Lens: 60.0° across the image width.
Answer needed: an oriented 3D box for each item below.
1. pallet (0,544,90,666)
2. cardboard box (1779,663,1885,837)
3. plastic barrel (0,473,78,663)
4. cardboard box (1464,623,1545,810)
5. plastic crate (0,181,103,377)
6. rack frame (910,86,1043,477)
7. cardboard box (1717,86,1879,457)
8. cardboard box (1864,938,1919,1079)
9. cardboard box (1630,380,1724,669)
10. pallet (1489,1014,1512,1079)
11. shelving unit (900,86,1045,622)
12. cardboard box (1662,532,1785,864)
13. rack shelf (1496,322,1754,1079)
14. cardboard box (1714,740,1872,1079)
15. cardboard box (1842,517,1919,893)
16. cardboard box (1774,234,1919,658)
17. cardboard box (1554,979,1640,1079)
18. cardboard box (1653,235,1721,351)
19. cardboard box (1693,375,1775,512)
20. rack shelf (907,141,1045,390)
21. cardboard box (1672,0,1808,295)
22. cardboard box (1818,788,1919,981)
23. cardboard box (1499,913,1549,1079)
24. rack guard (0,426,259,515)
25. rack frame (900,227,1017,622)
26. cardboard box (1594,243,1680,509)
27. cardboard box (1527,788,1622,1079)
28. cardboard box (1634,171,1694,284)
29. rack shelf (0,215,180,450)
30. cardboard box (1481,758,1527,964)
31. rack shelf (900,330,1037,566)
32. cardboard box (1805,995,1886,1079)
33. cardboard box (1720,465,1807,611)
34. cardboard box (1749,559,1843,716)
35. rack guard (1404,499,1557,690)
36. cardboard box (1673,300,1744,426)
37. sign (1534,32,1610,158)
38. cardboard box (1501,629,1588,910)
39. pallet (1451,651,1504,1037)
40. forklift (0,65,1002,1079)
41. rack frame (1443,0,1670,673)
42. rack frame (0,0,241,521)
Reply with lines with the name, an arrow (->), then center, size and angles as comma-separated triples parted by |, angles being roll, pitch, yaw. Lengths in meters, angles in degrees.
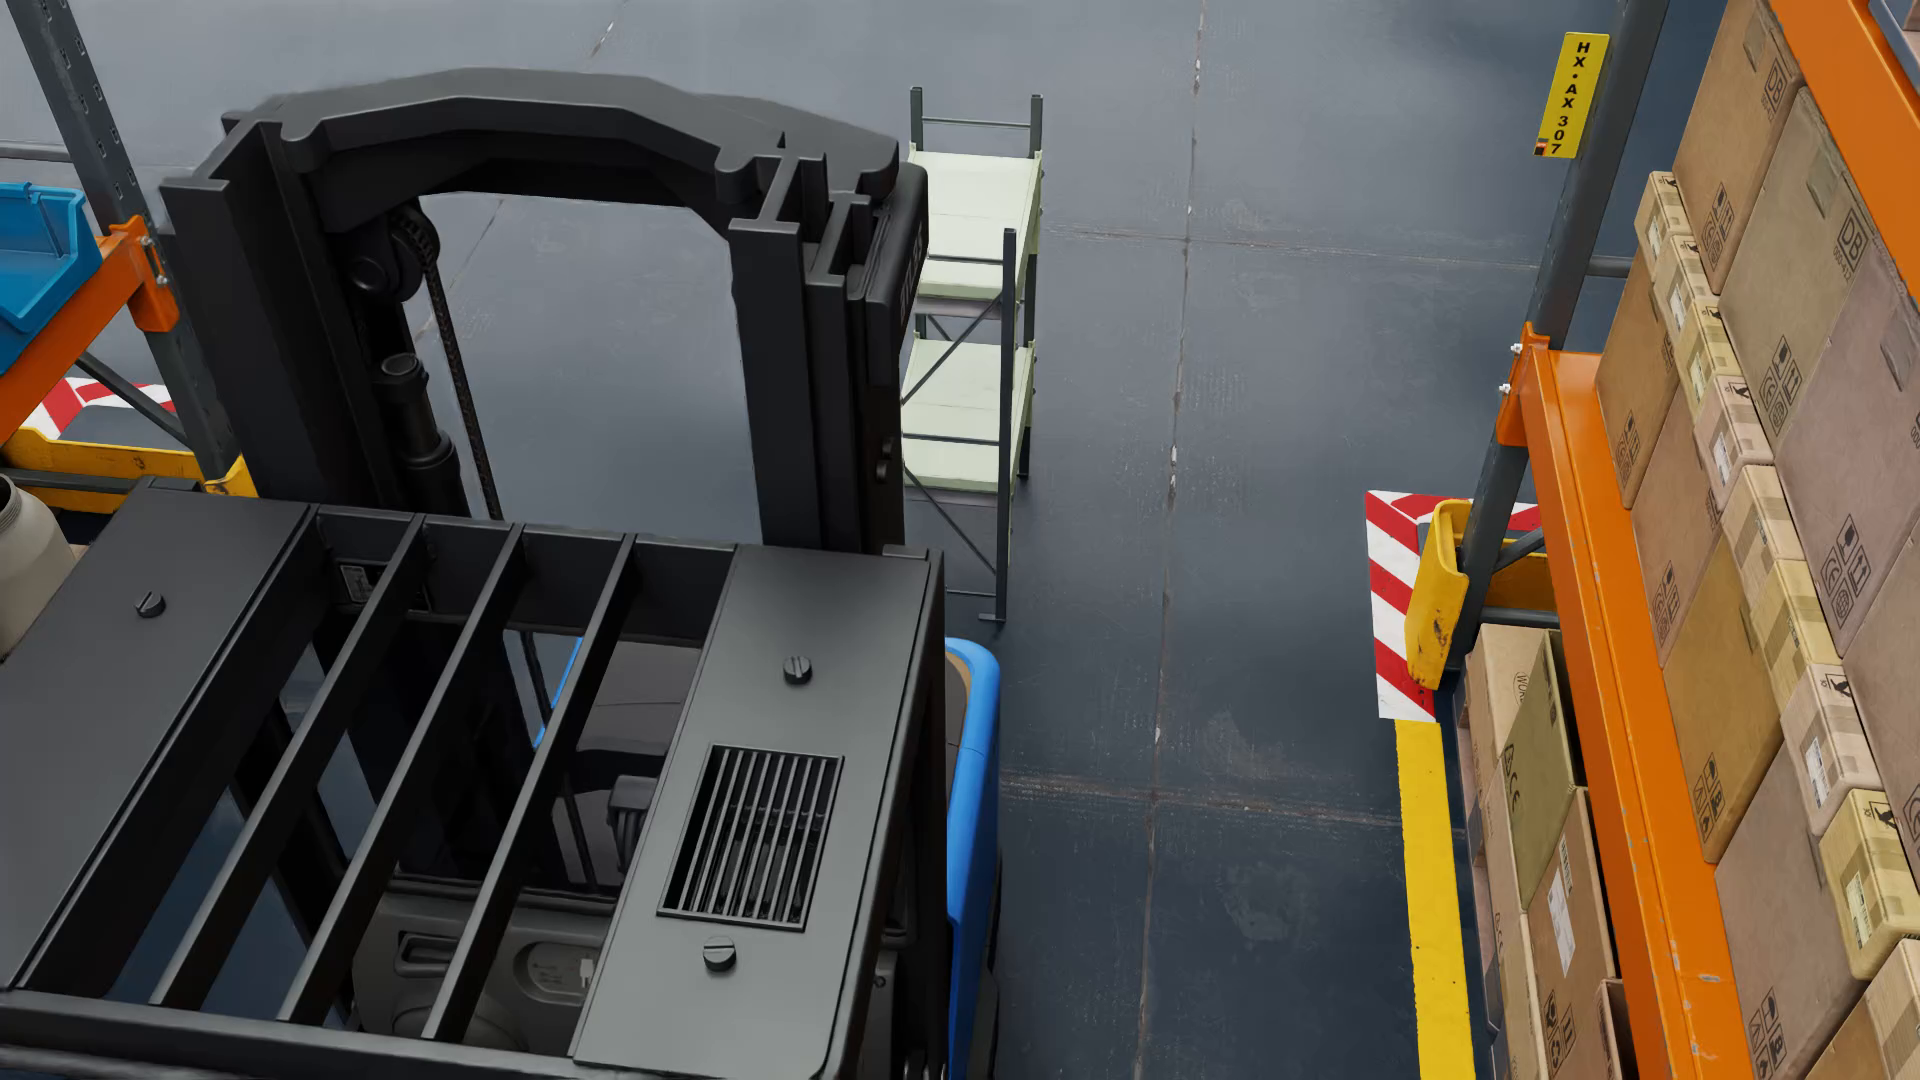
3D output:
pallet -> -2.964, 0.498, 5.070 | 1.003, 0.211, 1.213 | 5, 44, 6
cardboard box -> 1.552, 0.353, 2.652 | 0.380, 0.149, 0.250 | 6, 44, 6
plastic barrel -> -2.899, 0.083, 4.985 | 0.421, 0.512, 0.421 | 0, 43, 0
cardboard box -> 1.730, 0.520, 4.713 | 0.500, 0.250, 0.500 | 5, 44, 6
plastic crate -> -2.657, -0.701, 4.417 | 0.499, 0.251, 0.616 | 5, 44, 6
rack frame -> 0.049, -0.799, 5.503 | 0.400, 1.500, 0.023 | 5, 44, 6
cardboard box -> 1.876, -0.466, 3.045 | 0.700, 0.500, 0.500 | 4, 44, 4
cardboard box -> 1.486, 0.713, 2.271 | 0.380, 0.149, 0.250 | 6, 44, 7
cardboard box -> 1.883, -0.032, 3.529 | 0.700, 0.500, 0.500 | 6, 44, 7
pallet -> 1.798, 1.696, 3.806 | 1.003, 0.211, 1.213 | 5, 44, 6
shelving unit -> 0.001, -0.549, 5.239 | 0.431, 1.500, 0.755 | 5, 44, 6
cardboard box -> 1.811, 0.306, 3.173 | 0.700, 0.500, 0.500 | 6, 44, 6
rack shelf -> 1.757, 0.953, 3.085 | 1.077, 0.370, 4.000 | 5, 44, 6
cardboard box -> 1.745, 0.665, 2.793 | 0.700, 0.500, 0.500 | 6, 44, 7
cardboard box -> 1.744, 0.219, 2.321 | 0.700, 0.500, 0.500 | 5, 44, 6
cardboard box -> 1.810, -0.123, 2.682 | 0.700, 0.500, 0.500 | 5, 44, 6
cardboard box -> 1.529, 1.270, 3.376 | 0.500, 0.500, 0.500 | 5, 44, 6
cardboard box -> 1.724, -0.515, 3.568 | 0.380, 0.149, 0.250 | 4, 44, 4
cardboard box -> 1.654, -0.173, 3.207 | 0.380, 0.149, 0.250 | 5, 44, 5
rack shelf -> 0.001, -0.833, 4.971 | 0.431, 0.370, 0.720 | 5, 44, 6
cardboard box -> 1.940, -0.825, 3.424 | 0.700, 0.500, 0.500 | 5, 44, 6
cardboard box -> 1.518, 0.532, 2.462 | 0.380, 0.149, 0.250 | 7, 44, 7
cardboard box -> 1.601, 1.202, 3.993 | 0.500, 0.250, 0.500 | 5, 44, 6
rack guard -> -2.851, -0.160, 5.555 | 1.175, 0.500, 0.348 | 5, 44, 6
rack frame -> -0.048, -0.300, 4.976 | 0.400, 1.500, 0.023 | 5, 44, 6
cardboard box -> 1.947, -0.390, 3.908 | 0.700, 0.500, 0.500 | 5, 44, 6
cardboard box -> 1.613, 0.931, 3.734 | 0.500, 0.500, 0.500 | 5, 44, 6
cardboard box -> 1.756, -0.695, 3.758 | 0.380, 0.149, 0.250 | 5, 44, 5
rack shelf -> -3.152, 0.501, 3.563 | 1.077, 0.370, 4.000 | 5, 44, 6
cardboard box -> 1.668, 0.861, 4.353 | 0.500, 0.250, 0.500 | 5, 44, 6
rack shelf -> 0.001, -0.312, 5.463 | 0.431, 0.370, 0.720 | 5, 44, 6
cardboard box -> 1.679, 1.014, 2.425 | 0.700, 0.500, 0.500 | 6, 44, 6
cardboard box -> 1.621, 0.009, 3.015 | 0.380, 0.149, 0.250 | 4, 44, 4
cardboard box -> 1.588, 0.183, 2.831 | 0.380, 0.149, 0.250 | 5, 44, 5
rack guard -> 2.025, 0.220, 5.154 | 1.175, 0.500, 0.348 | 5, 44, 6
cardboard box -> 1.690, -0.345, 3.388 | 0.380, 0.149, 0.250 | 5, 44, 6
sign -> 1.472, -1.069, 4.010 | 0.100, 0.325, 0.005 | 5, 44, 6
cardboard box -> 1.666, 0.589, 4.095 | 0.500, 0.500, 0.500 | 5, 44, 6
pallet -> 1.962, 0.867, 4.681 | 1.003, 0.211, 1.213 | 5, 44, 6
forklift -> -0.597, 0.916, 2.651 | 1.130, 2.935, 3.031 | 5, 44, 6
rack frame -> 2.022, -0.671, 4.277 | 1.000, 3.000, 0.127 | 5, 44, 6
rack frame -> -2.888, -1.124, 4.755 | 1.000, 3.000, 0.127 | 5, 44, 6
